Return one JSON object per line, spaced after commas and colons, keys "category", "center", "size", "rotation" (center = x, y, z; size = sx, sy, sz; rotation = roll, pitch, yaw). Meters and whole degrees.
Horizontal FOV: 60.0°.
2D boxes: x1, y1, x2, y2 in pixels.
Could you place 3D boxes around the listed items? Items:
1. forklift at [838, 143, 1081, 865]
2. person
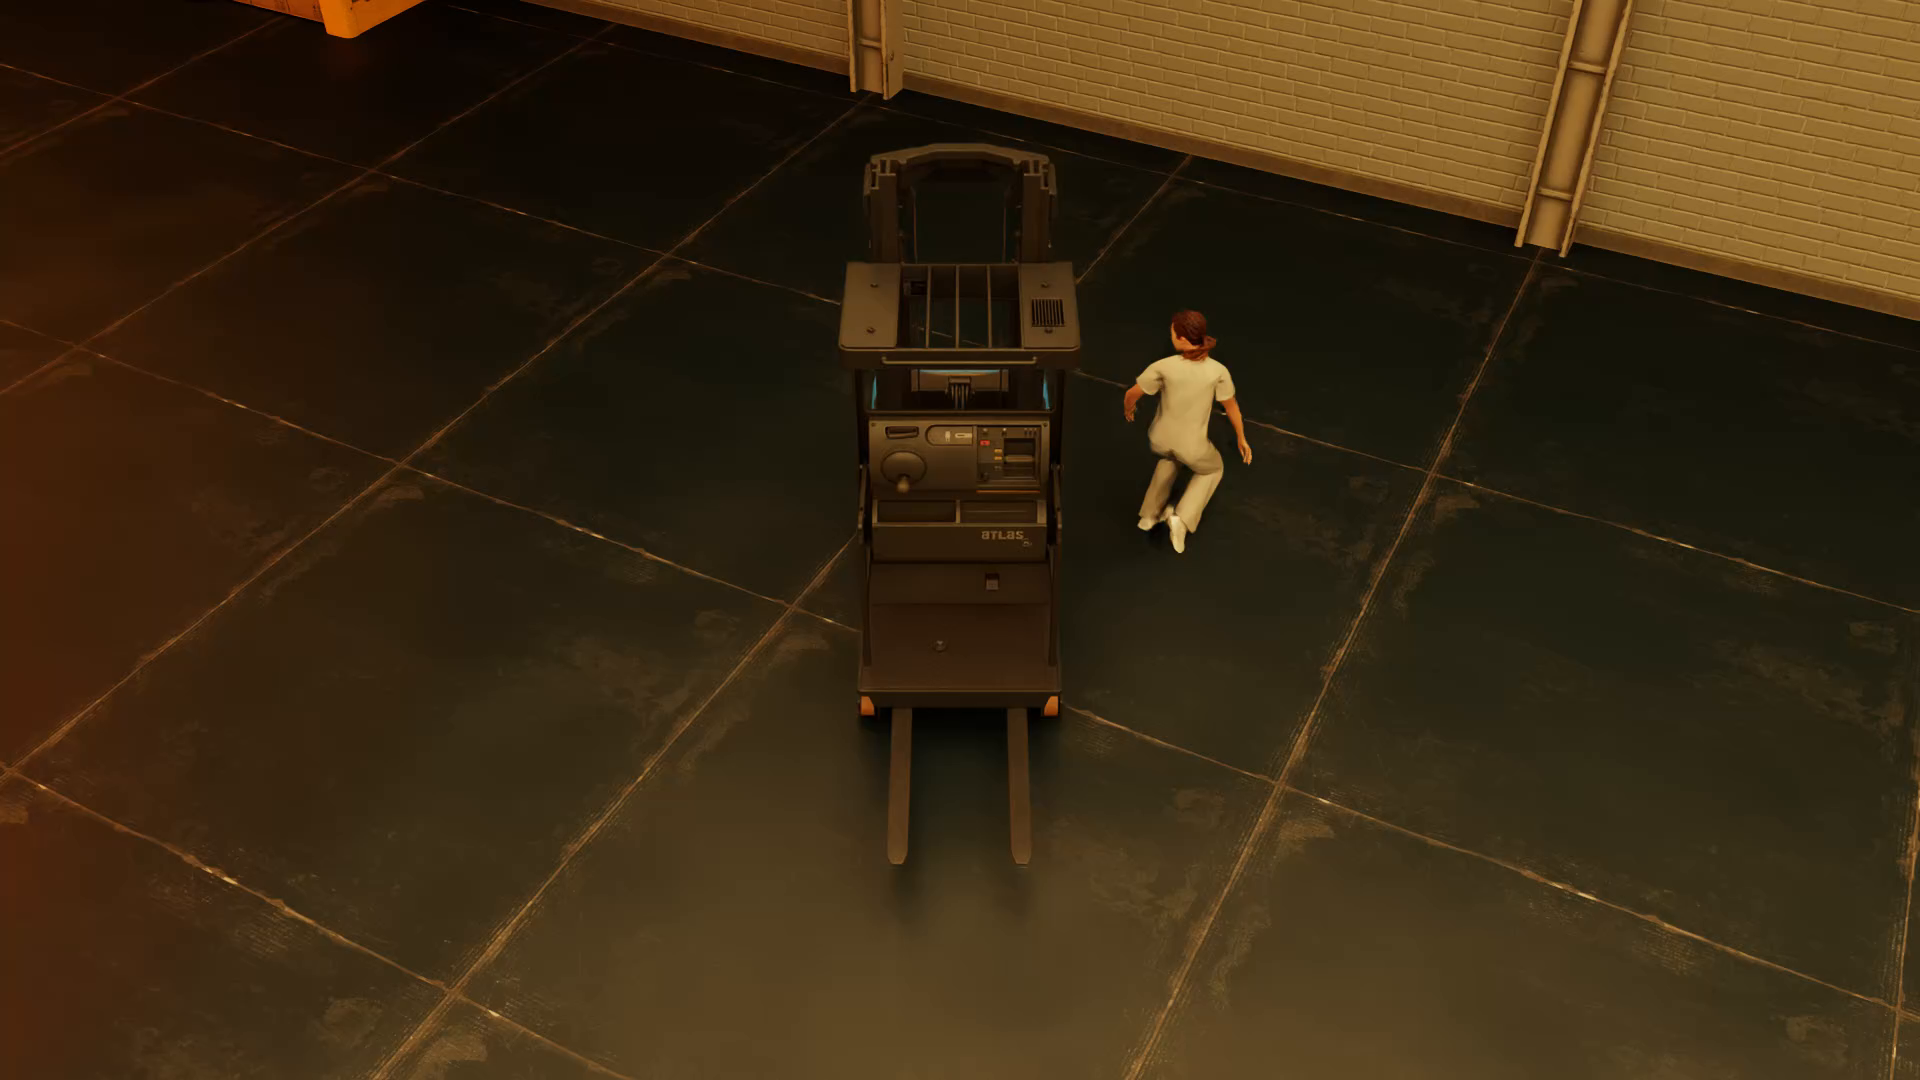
{"category": "forklift", "center": [-0.001, -0.358, 8.411], "size": [1.130, 2.935, 3.031], "rotation": [0, 40, 0]}
{"category": "person", "center": [1.340, -0.631, 9.879], "size": [0.806, 1.483, 0.570], "rotation": [14, 42, 16]}
